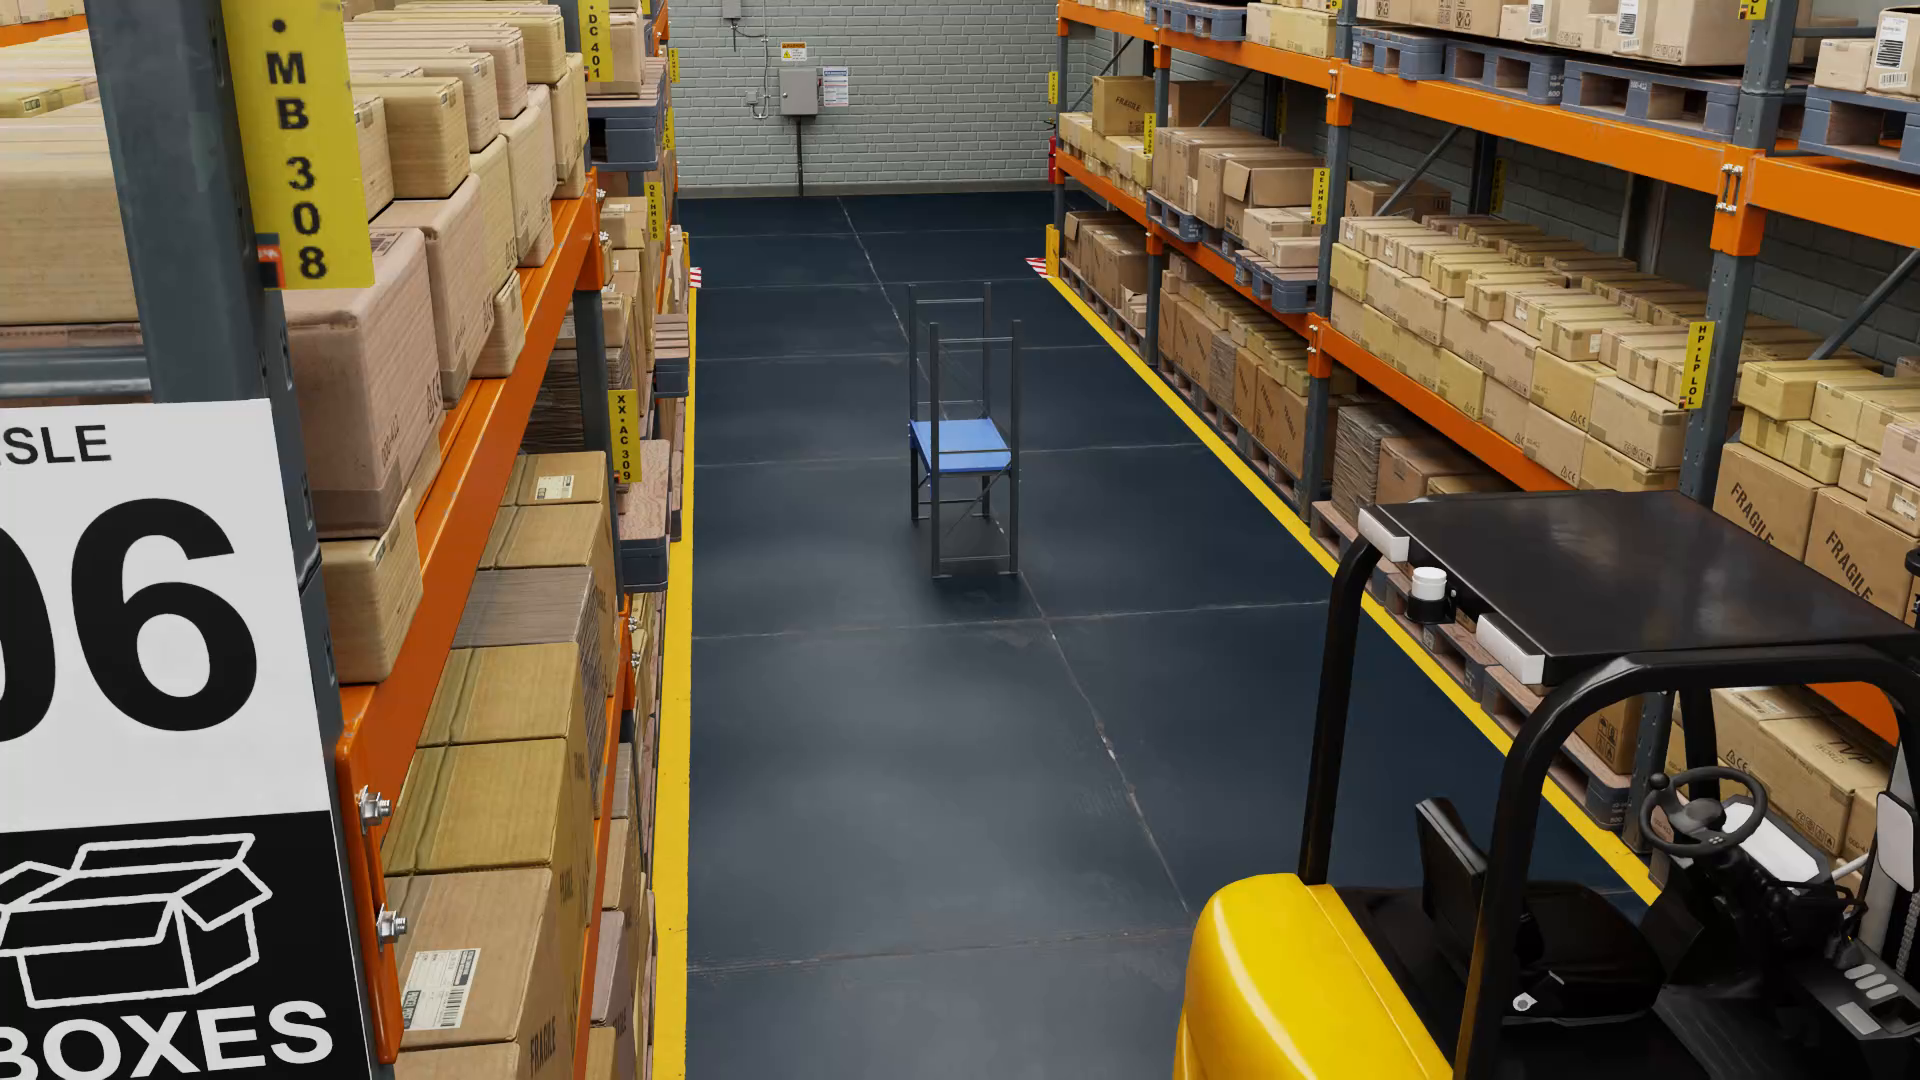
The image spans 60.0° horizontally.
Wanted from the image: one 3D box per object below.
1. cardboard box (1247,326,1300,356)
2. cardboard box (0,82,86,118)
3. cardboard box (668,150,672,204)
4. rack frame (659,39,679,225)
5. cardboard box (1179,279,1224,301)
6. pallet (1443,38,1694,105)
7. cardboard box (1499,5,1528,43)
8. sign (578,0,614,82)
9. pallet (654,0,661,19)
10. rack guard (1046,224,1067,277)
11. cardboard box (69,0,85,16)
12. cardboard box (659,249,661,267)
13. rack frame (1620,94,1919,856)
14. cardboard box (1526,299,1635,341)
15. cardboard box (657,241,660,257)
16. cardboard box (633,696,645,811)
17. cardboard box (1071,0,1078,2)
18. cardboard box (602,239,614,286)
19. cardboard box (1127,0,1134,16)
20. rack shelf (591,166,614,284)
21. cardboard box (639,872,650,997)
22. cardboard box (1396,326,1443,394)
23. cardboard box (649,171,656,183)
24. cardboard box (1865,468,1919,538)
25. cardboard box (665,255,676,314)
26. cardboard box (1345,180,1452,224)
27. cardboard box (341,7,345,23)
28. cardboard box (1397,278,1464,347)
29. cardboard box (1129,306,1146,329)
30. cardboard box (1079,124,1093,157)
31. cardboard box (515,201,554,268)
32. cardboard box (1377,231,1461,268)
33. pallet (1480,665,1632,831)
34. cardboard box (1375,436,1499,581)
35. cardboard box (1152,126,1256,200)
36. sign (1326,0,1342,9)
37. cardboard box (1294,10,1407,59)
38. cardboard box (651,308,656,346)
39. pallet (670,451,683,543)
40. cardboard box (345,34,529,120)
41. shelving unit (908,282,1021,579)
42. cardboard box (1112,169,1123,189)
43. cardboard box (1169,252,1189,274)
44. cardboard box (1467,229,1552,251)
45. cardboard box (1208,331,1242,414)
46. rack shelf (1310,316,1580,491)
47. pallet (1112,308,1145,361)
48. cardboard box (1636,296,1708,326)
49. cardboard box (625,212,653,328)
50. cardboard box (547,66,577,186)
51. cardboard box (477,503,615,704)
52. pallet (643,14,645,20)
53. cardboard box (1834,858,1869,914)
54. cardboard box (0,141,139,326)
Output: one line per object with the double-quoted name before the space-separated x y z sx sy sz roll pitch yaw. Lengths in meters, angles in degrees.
"cardboard box" 2.247 -1.404 11.734 0.380 0.149 0.250 -3 21 -9
"cardboard box" -1.476 -0.561 2.363 0.380 0.149 0.250 -3 21 -7
"cardboard box" -2.702 -3.080 14.033 0.500 0.500 0.500 -3 21 -7
"rack frame" -3.402 -4.068 16.821 1.000 3.000 0.127 -3 21 -8
"cardboard box" 1.991 -2.035 13.423 0.380 0.149 0.250 -3 21 -9
"pallet" 3.013 -2.249 7.934 1.003 0.211 1.213 -2 21 -5
"cardboard box" 2.669 -2.329 7.492 0.380 0.149 0.250 -3 21 -8
"sign" -1.136 -1.591 5.162 0.100 0.325 0.005 -3 21 -8
"pallet" -2.933 -4.331 13.364 1.003 0.211 1.213 -3 21 -8
"rack guard" 1.520 -3.123 17.862 1.175 0.500 0.348 -3 21 -8
"cardboard box" -7.819 -4.626 14.241 0.500 0.250 0.500 -2 21 -5
"cardboard box" -2.306 -1.940 11.337 0.500 0.250 0.500 -3 21 -8
"rack frame" 3.239 -0.165 6.371 1.000 3.000 0.127 -3 21 -8
"cardboard box" 2.787 -0.977 7.475 0.380 0.149 0.250 -3 21 -9
"cardboard box" -2.210 -2.002 10.790 0.500 0.250 0.500 -3 21 -8
"cardboard box" -1.750 0.939 6.569 0.950 0.372 0.625 -3 21 -7
"cardboard box" 1.325 -5.485 16.687 0.380 0.149 0.250 -2 21 -7
"cardboard box" -1.648 -1.152 6.917 0.380 0.149 0.250 -2 21 -5
"cardboard box" 1.649 -4.596 14.305 0.380 0.149 0.250 -3 21 -8
"rack shelf" -1.960 -1.674 7.152 1.077 0.370 4.000 -3 21 -8
"cardboard box" -1.321 1.369 5.593 0.500 0.250 0.500 -2 21 -5
"cardboard box" 2.633 -0.961 8.717 0.500 0.250 0.500 -4 21 -10
"cardboard box" -2.218 -2.348 10.643 0.500 0.500 0.500 -2 21 -6
"cardboard box" 3.091 -0.125 5.193 0.380 0.149 0.250 -2 21 -7
"cardboard box" -2.657 -1.674 12.848 0.875 0.875 0.875 -2 21 -6
"cardboard box" 2.743 -1.980 10.486 0.500 0.500 0.500 -2 21 -5
"cardboard box" -1.883 -1.360 4.504 0.380 0.149 0.250 -2 21 -6
"cardboard box" 2.613 -1.192 8.621 0.500 0.250 0.500 -3 21 -9
"cardboard box" 1.715 -1.974 14.689 0.380 0.149 0.250 -4 21 -9
"cardboard box" 1.457 -3.868 16.075 0.500 0.250 0.500 -3 21 -9
"cardboard box" -1.191 -0.750 4.009 0.380 0.149 0.250 -2 21 -6
"cardboard box" 2.519 -1.595 9.131 0.380 0.149 0.250 -2 21 -6
"pallet" 3.094 0.888 7.536 1.003 0.211 1.213 -3 21 -8
"cardboard box" 2.841 -0.192 9.236 0.875 0.625 0.625 -2 21 -6
"cardboard box" 1.934 -3.000 13.217 0.700 0.500 0.500 -2 21 -6
"sign" 2.125 -3.171 9.392 0.100 0.325 0.005 -3 21 -8
"cardboard box" 2.348 -3.050 10.023 0.500 0.250 0.500 -4 21 -10
"cardboard box" -1.778 -1.102 8.637 0.380 0.149 0.250 -3 21 -8
"pallet" -2.288 -0.269 10.634 1.003 0.211 1.213 -3 21 -8
"cardboard box" -1.092 -0.944 3.388 0.380 0.149 0.250 -3 21 -7
"shelving unit" 0.012 -0.673 9.875 0.538 1.500 1.048 -3 21 -8
"cardboard box" 1.594 -3.272 15.048 0.380 0.149 0.250 -3 21 -9
"cardboard box" 1.934 -2.269 13.625 0.380 0.149 0.250 -3 21 -9
"cardboard box" 3.035 -1.621 9.198 0.380 0.149 0.250 -3 21 -8
"cardboard box" 2.156 -1.245 12.235 0.500 0.500 0.500 -4 21 -10
"rack shelf" 2.951 -0.520 8.351 1.077 0.370 4.000 -3 21 -8
"pallet" 1.988 -1.866 14.912 1.003 0.211 1.213 -3 21 -8
"cardboard box" 3.311 -1.005 7.550 0.380 0.149 0.250 -3 21 -8
"cardboard box" -1.823 -1.359 8.401 0.500 0.500 0.500 -3 21 -9
"cardboard box" -1.268 -1.073 4.305 0.500 0.250 0.500 -3 21 -9
"cardboard box" -1.281 0.220 4.773 0.500 0.500 0.500 -2 21 -6
"pallet" -2.644 -3.684 11.779 0.805 0.209 1.217 -4 21 -10
"cardboard box" 3.139 1.224 5.267 0.500 0.250 0.500 -3 21 -8
"cardboard box" -0.945 -0.323 1.726 0.380 0.149 0.250 -3 21 -8
